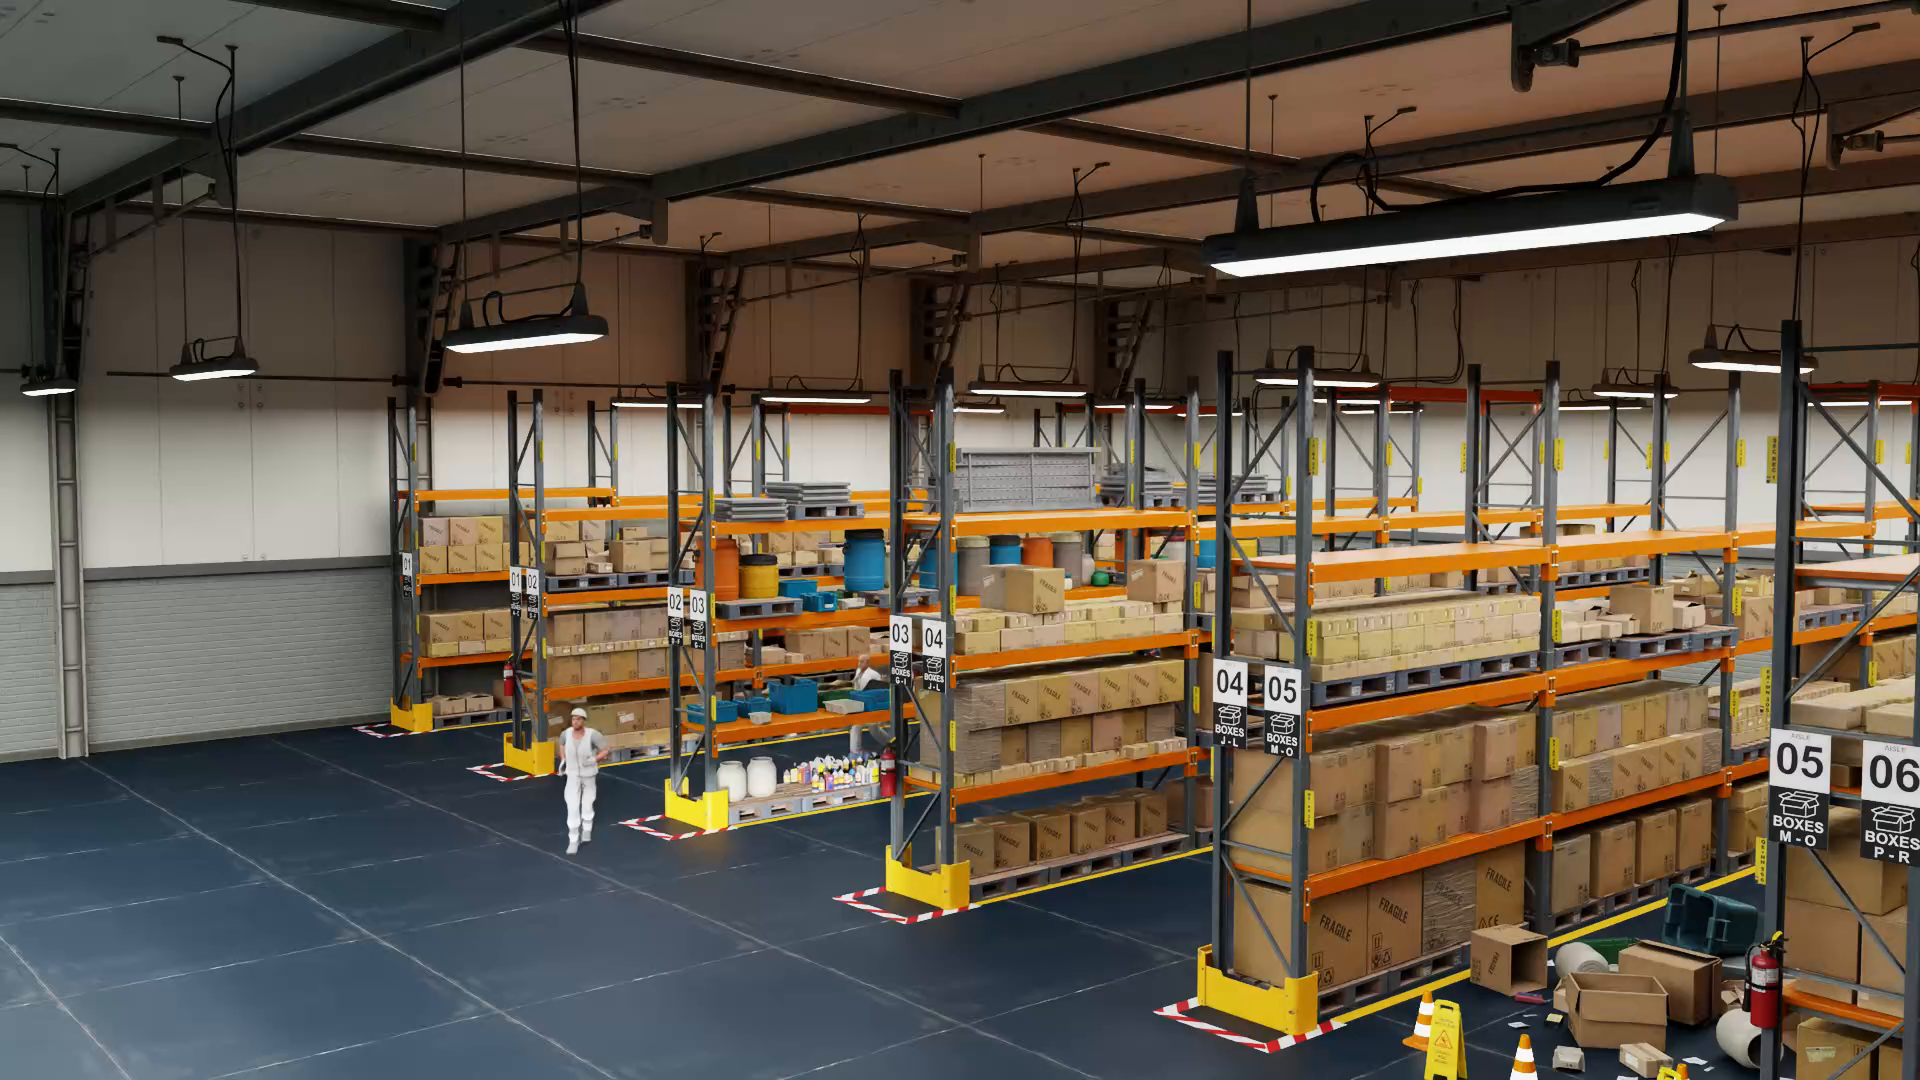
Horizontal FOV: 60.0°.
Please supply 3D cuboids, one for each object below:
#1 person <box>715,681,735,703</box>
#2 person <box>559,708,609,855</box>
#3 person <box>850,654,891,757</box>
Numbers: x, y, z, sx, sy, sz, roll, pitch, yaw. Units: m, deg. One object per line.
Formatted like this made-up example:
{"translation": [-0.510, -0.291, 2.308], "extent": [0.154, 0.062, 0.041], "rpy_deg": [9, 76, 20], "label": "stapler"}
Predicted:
{"translation": [-4.388, 2.499, 30.878], "extent": [0.932, 1.671, 0.581], "rpy_deg": [-3, 4, -38], "label": "person"}
{"translation": [-4.795, 3.038, 21.198], "extent": [0.653, 1.844, 0.792], "rpy_deg": [0, 3, -2], "label": "person"}
{"translation": [-1.455, 2.715, 26.728], "extent": [0.662, 1.792, 1.049], "rpy_deg": [3, 4, 40], "label": "person"}
